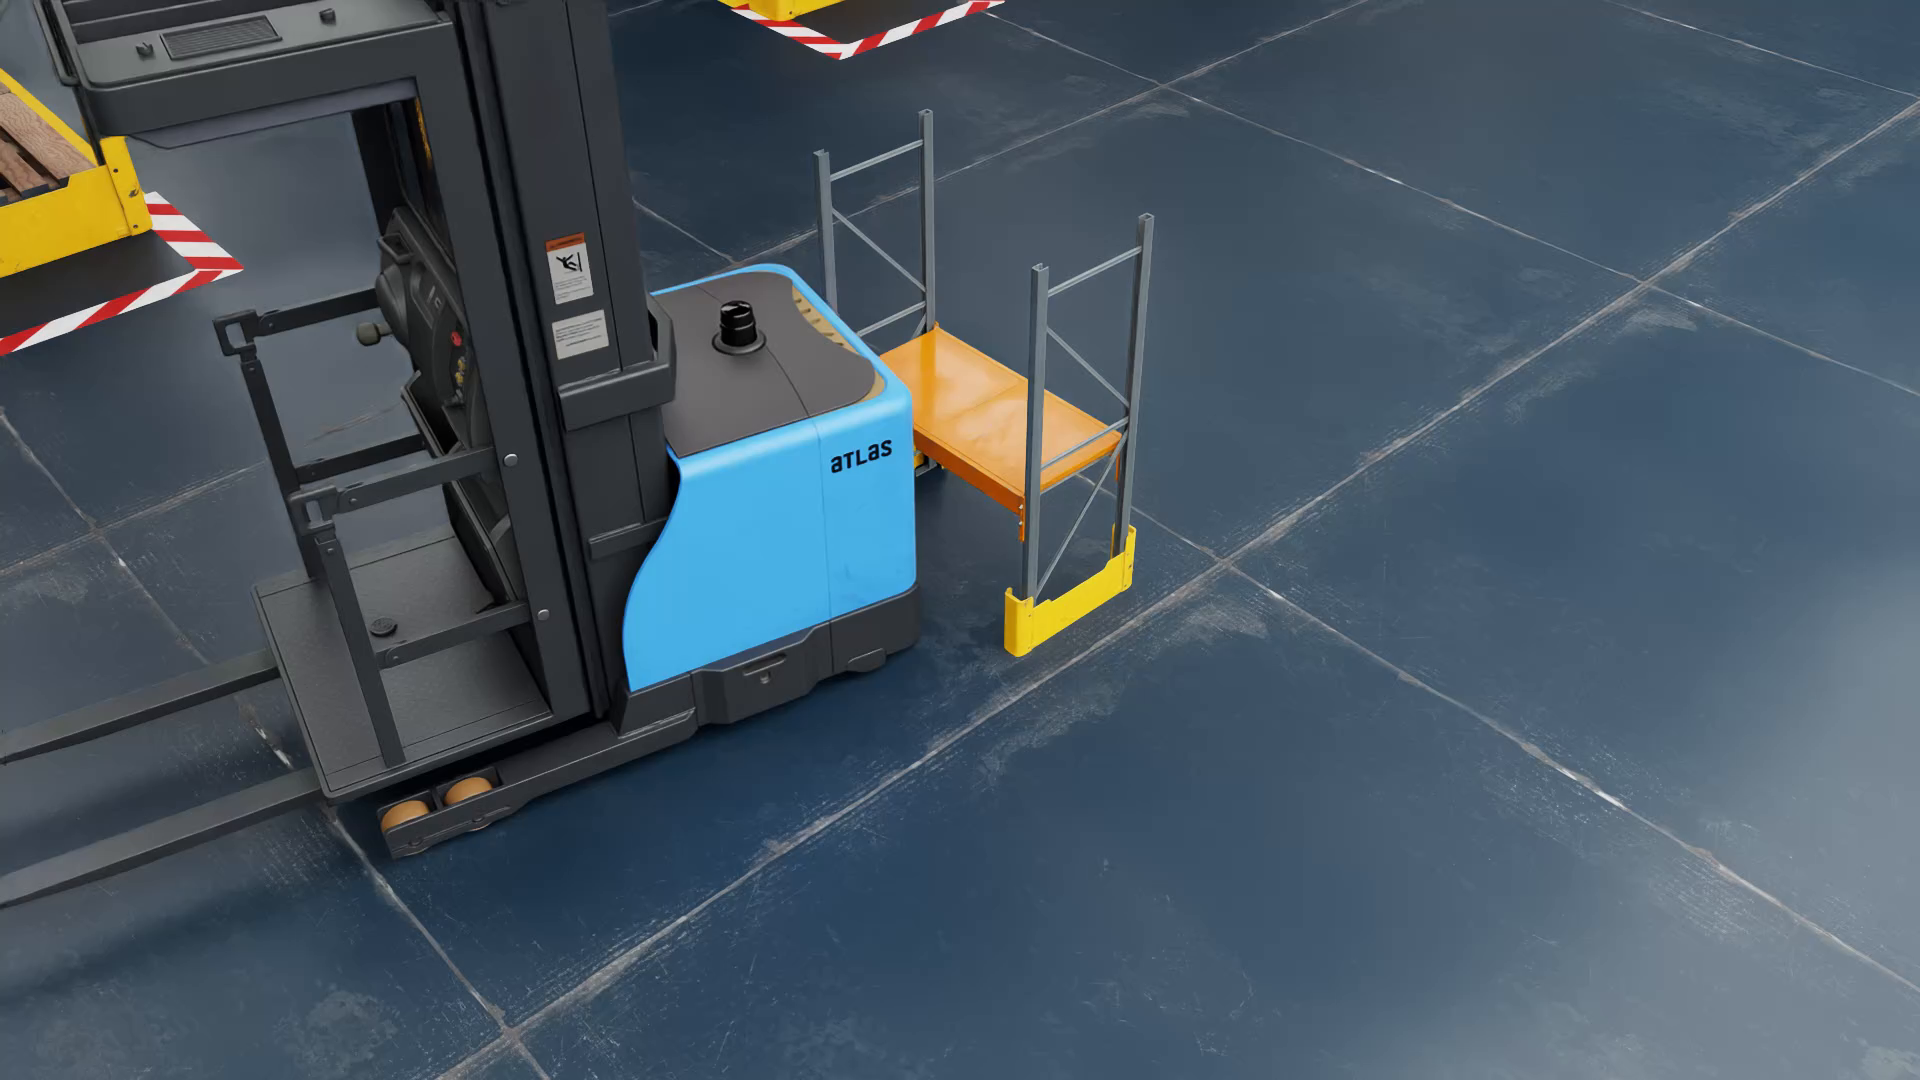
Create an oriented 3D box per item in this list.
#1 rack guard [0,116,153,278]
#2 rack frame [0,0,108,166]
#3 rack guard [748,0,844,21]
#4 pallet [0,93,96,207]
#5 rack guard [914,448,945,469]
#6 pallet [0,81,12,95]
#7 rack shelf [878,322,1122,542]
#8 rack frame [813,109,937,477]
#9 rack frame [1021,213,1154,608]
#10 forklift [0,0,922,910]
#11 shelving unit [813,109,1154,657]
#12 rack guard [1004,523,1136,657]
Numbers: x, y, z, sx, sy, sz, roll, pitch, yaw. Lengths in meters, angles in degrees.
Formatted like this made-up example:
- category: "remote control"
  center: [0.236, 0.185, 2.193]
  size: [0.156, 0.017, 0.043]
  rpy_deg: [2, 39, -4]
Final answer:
- category: "rack guard"
  center: [-4.477, -1.556, 7.778]
  size: [1.175, 0.500, 0.348]
  rpy_deg: [-30, 48, -32]
- category: "rack frame"
  center: [-4.391, -2.513, 6.974]
  size: [1.000, 3.000, 0.127]
  rpy_deg: [-30, 48, -32]
- category: "rack guard"
  center: [-0.795, -3.680, 10.409]
  size: [1.175, 0.500, 0.348]
  rpy_deg: [-30, 48, -32]
- category: "pallet"
  center: [-5.023, -1.822, 8.337]
  size: [1.003, 0.211, 1.213]
  rpy_deg: [-30, 48, -32]
- category: "rack guard"
  center: [-0.285, -0.292, 6.413]
  size: [0.587, 0.250, 0.087]
  rpy_deg: [-30, 48, -32]
- category: "pallet"
  center: [-5.844, -2.386, 9.036]
  size: [1.003, 0.211, 1.213]
  rpy_deg: [-30, 48, -32]
- category: "rack shelf"
  center: [0.058, -0.404, 5.843]
  size: [0.538, 0.185, 1.000]
  rpy_deg: [-30, 48, -32]
- category: "rack frame"
  center: [-0.286, -0.779, 6.021]
  size: [0.500, 1.500, 0.032]
  rpy_deg: [-30, 48, -32]
- category: "rack frame"
  center: [0.402, -0.309, 5.439]
  size: [0.500, 1.500, 0.032]
  rpy_deg: [-30, 48, -32]
- category: "forklift"
  center: [-1.670, -0.563, 4.615]
  size: [3.031, 2.935, 1.130]
  rpy_deg: [-20, 43, -23]
- category: "shelving unit"
  center: [0.052, -0.548, 5.735]
  size: [0.587, 1.500, 1.083]
  rpy_deg: [-30, 48, -32]
- category: "rack guard"
  center: [0.388, 0.169, 5.842]
  size: [0.587, 0.250, 0.087]
  rpy_deg: [-30, 48, -32]
